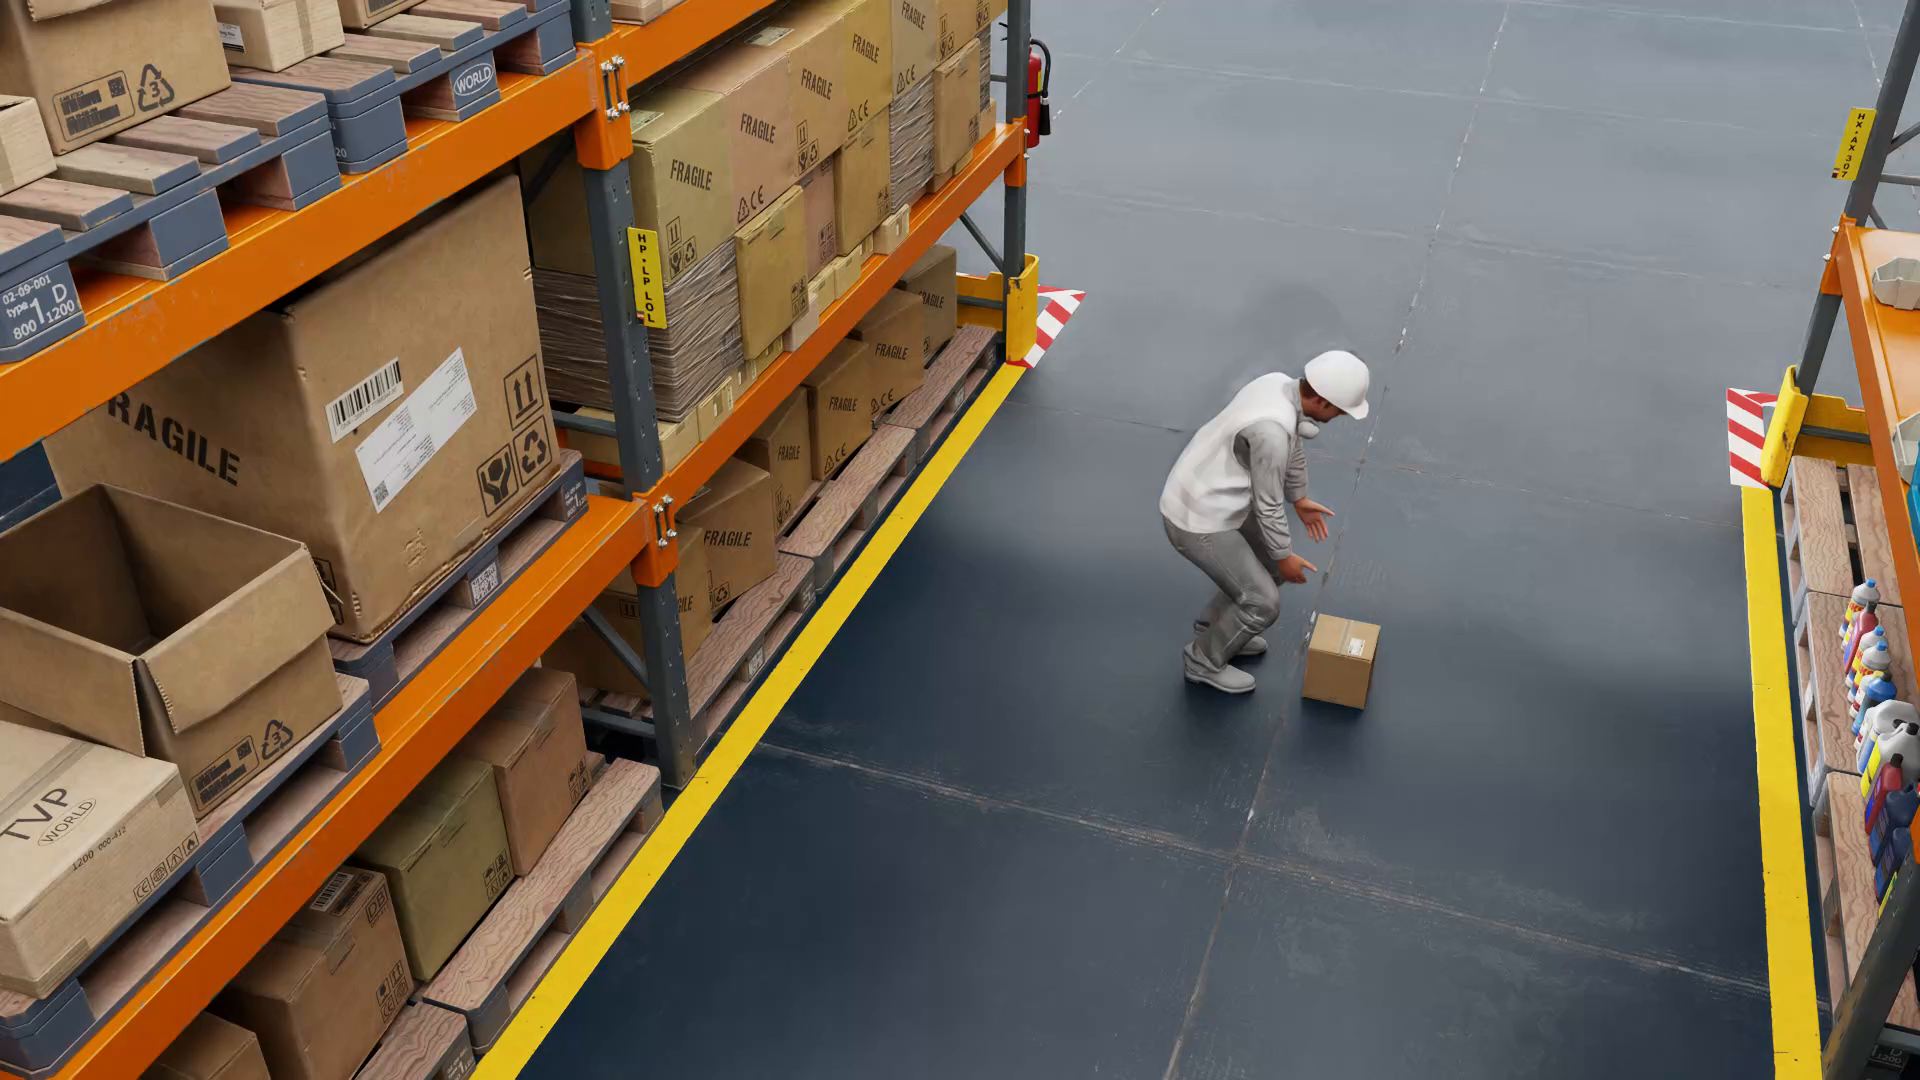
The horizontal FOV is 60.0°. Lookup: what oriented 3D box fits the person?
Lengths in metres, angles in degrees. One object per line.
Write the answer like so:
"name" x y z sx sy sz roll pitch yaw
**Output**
"person" 1.169 -0.112 6.564 0.734 1.478 0.591 11 35 17
